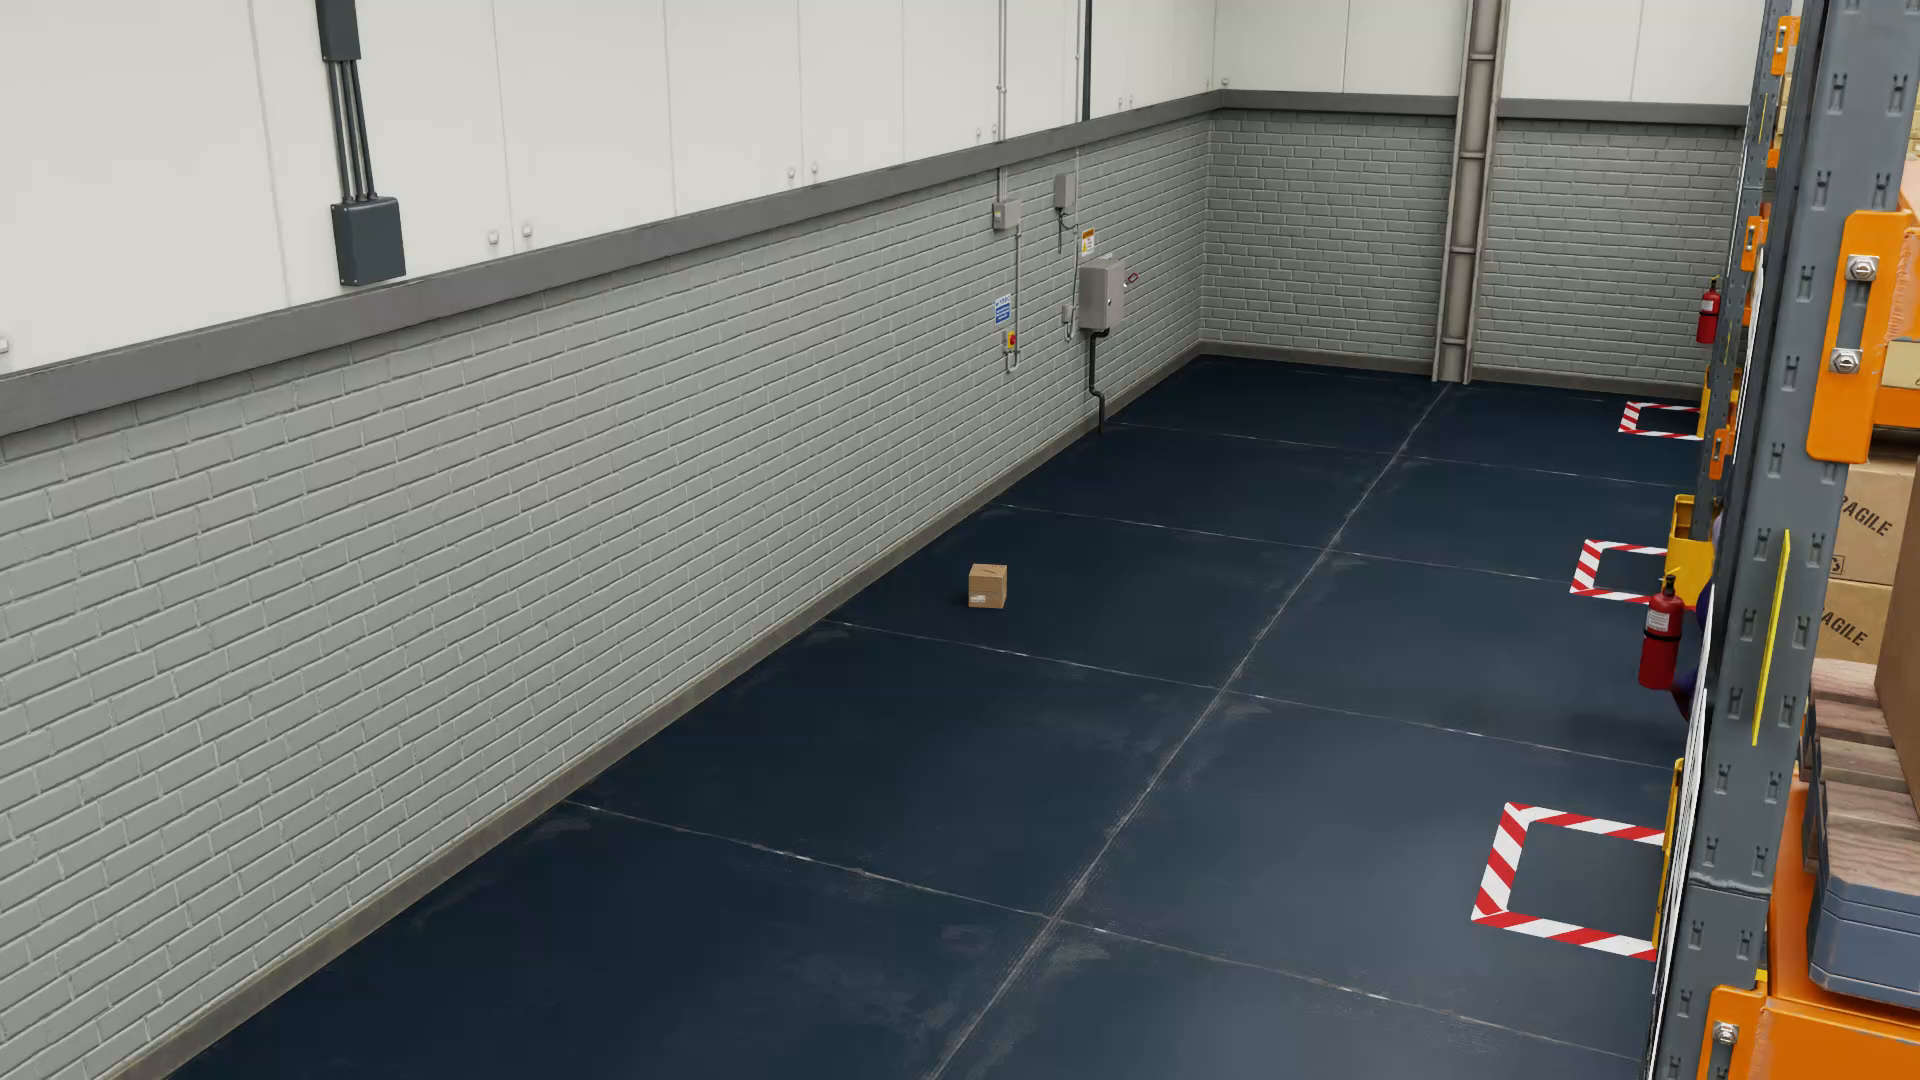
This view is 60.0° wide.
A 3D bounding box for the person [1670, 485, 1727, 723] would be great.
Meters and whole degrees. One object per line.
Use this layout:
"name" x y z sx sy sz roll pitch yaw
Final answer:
"person" 4.515 0.424 9.800 0.473 1.643 0.491 7 20 20
